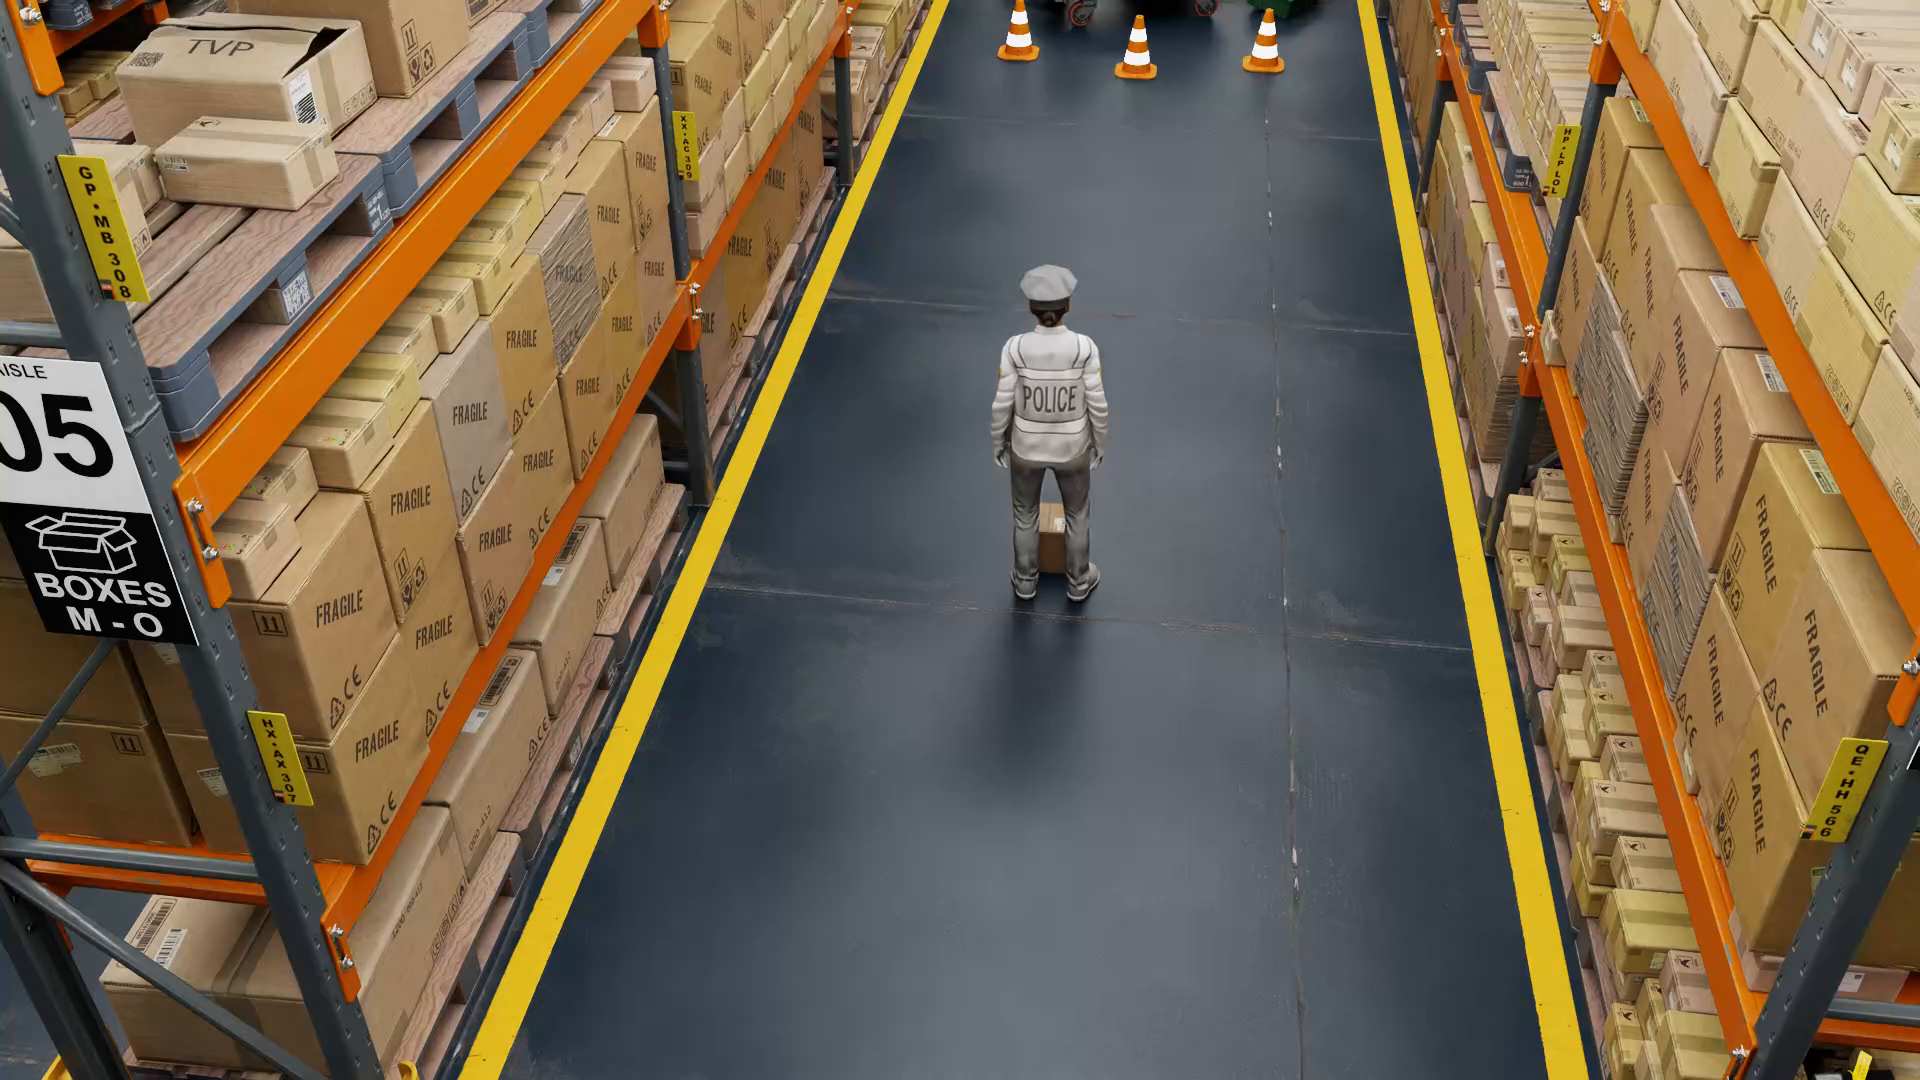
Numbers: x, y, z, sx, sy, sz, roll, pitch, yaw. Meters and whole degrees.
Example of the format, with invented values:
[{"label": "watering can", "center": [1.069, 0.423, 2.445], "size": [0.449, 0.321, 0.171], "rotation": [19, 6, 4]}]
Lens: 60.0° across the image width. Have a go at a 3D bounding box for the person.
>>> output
[{"label": "person", "center": [0.409, -0.437, 7.629], "size": [0.544, 1.663, 0.376], "rotation": [2, 36, 3]}]
